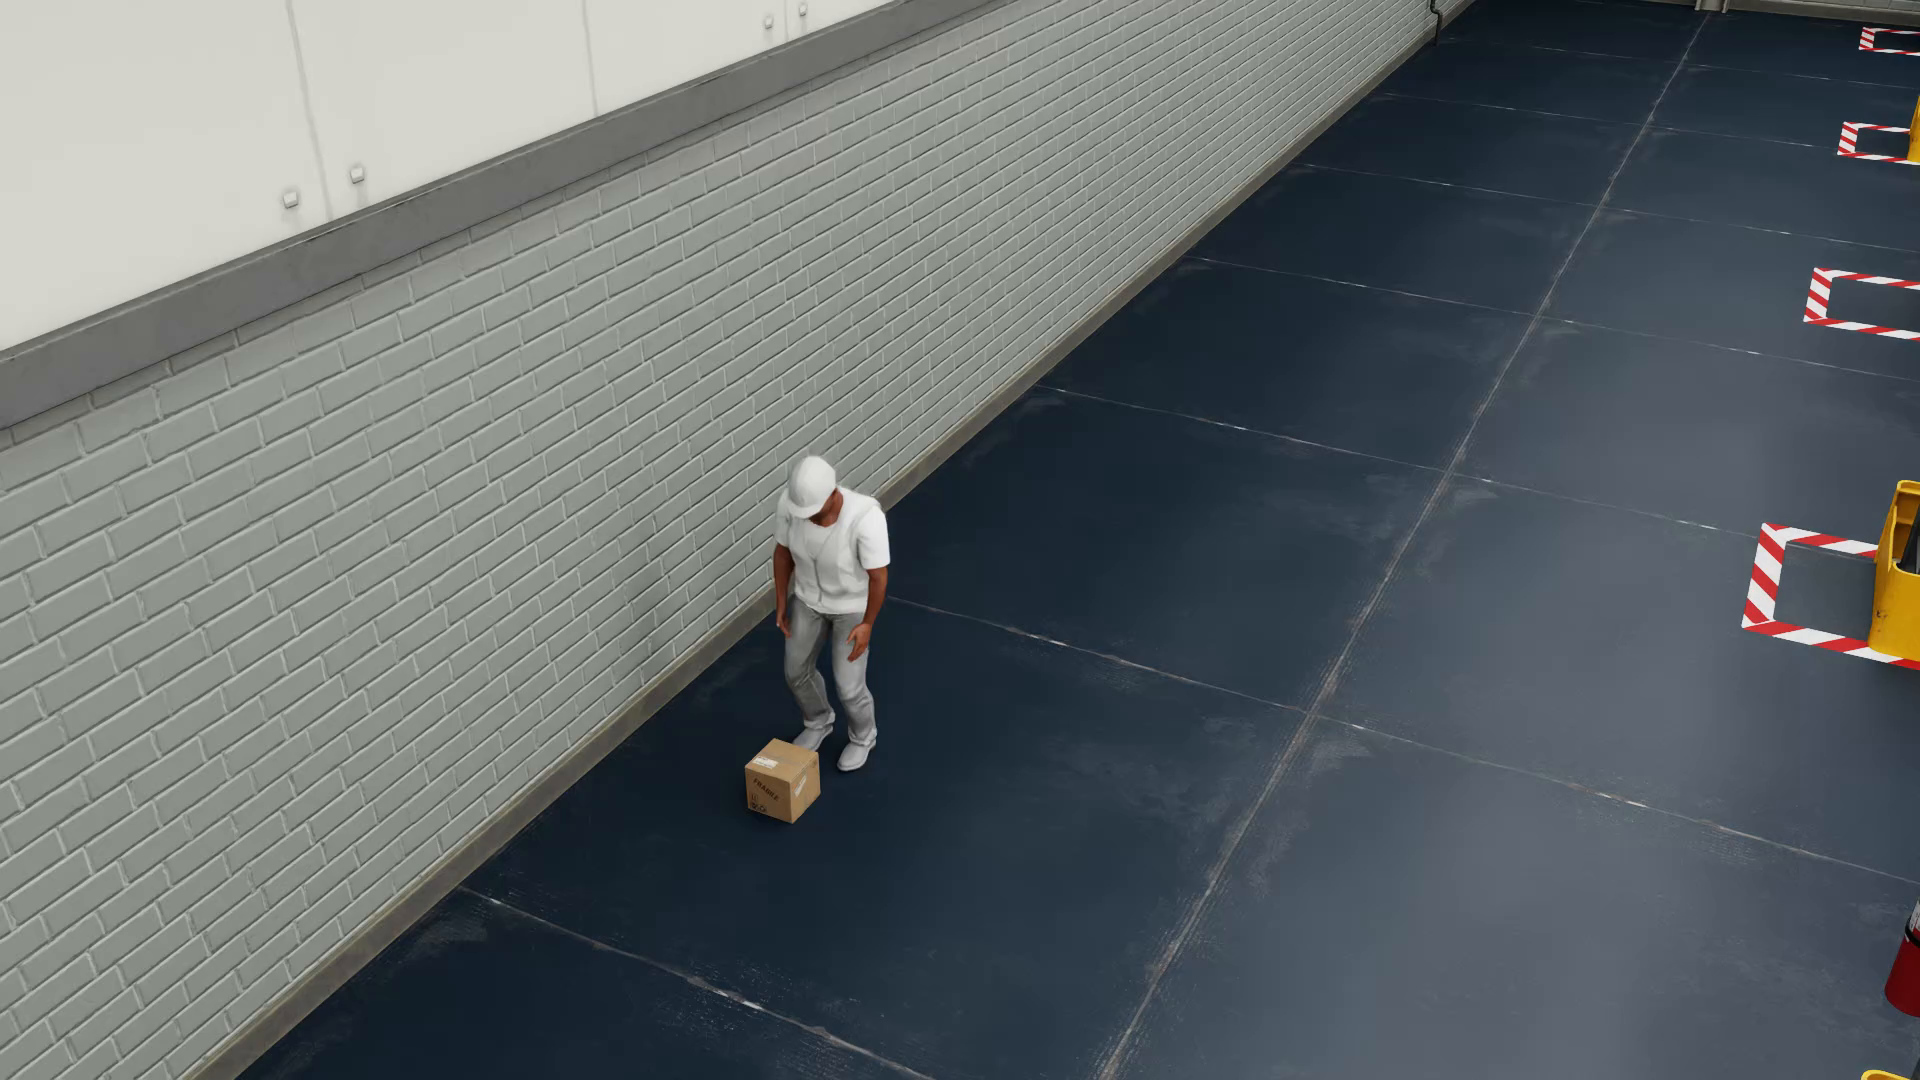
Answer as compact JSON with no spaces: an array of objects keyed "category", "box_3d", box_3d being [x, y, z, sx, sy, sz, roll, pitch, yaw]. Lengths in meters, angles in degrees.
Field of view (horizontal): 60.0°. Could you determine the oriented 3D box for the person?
[{"category":"person","box_3d":[-0.601,0.320,7.798,0.602,1.682,0.511,15,33,25]}]
